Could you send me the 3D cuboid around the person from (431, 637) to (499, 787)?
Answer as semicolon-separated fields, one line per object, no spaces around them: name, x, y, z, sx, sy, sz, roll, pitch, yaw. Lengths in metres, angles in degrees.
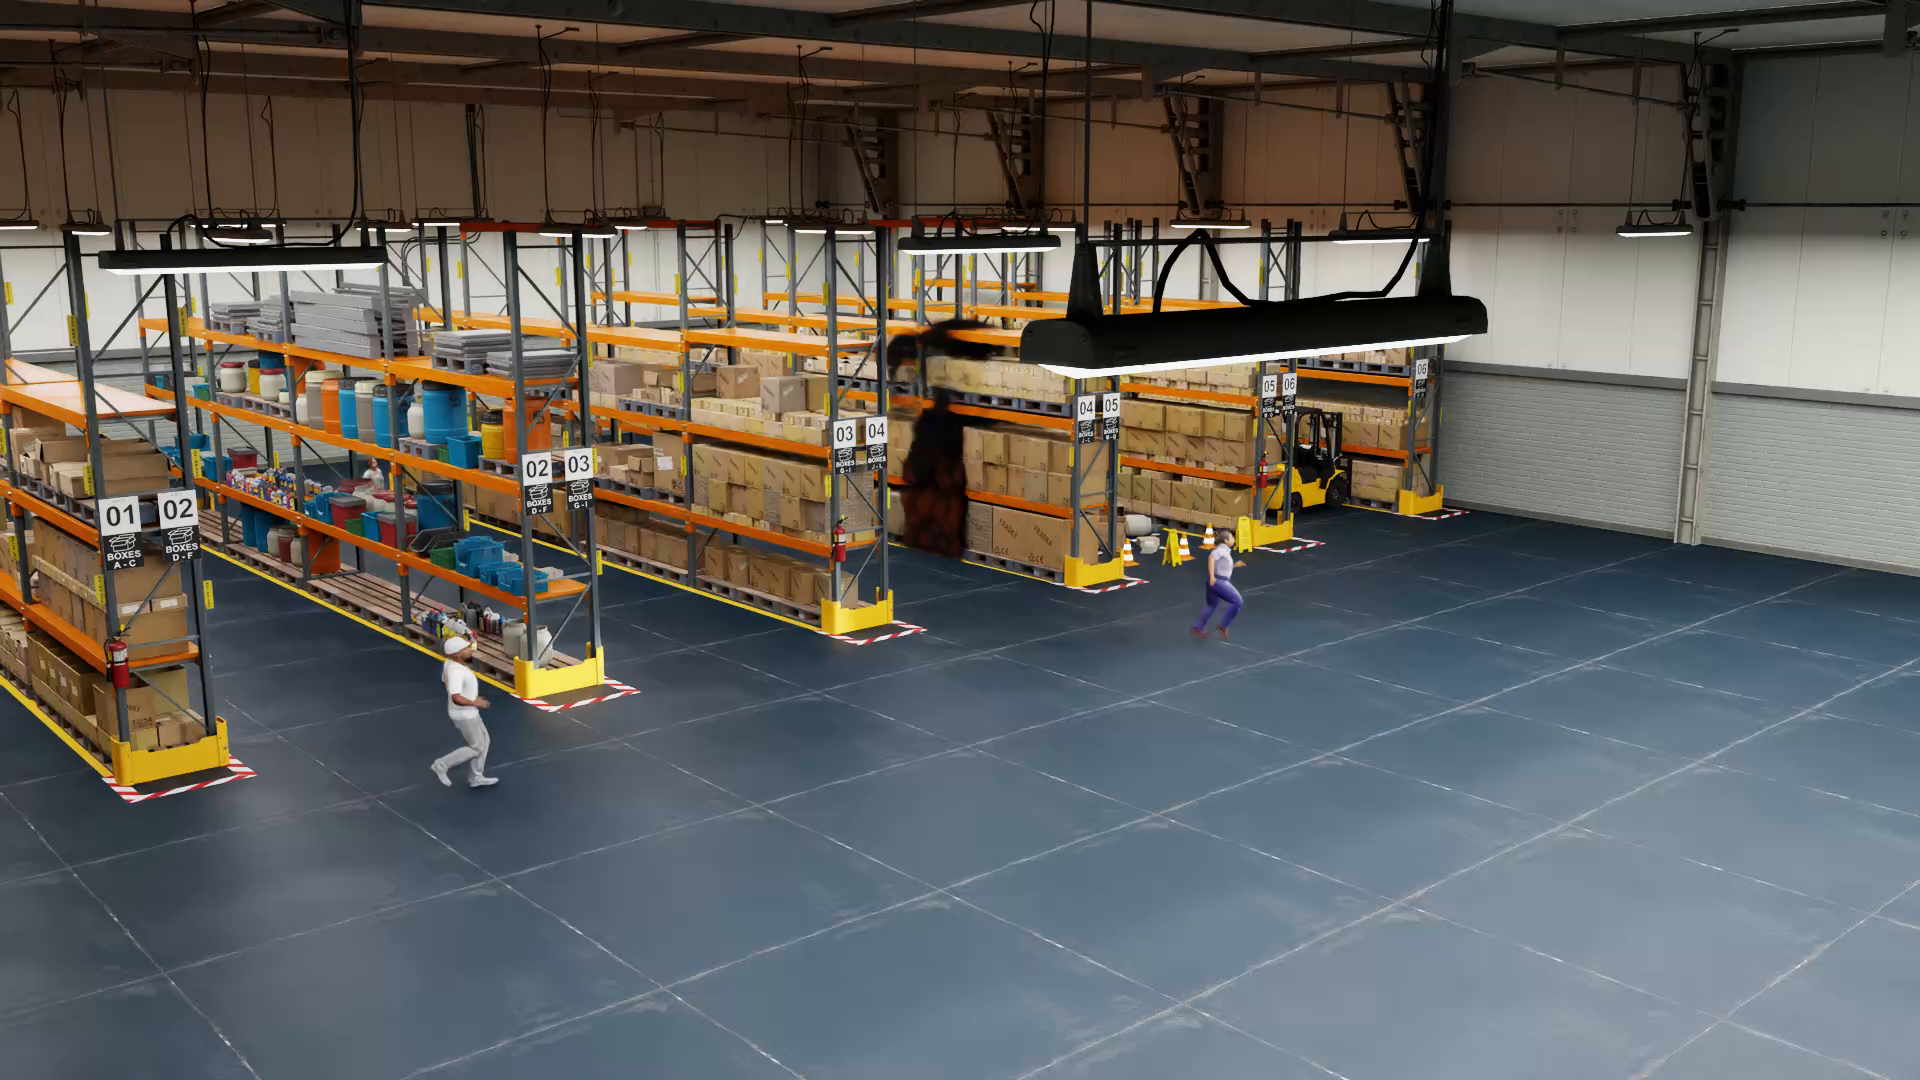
person;-5.450;1.892;18.157;0.713;1.722;0.707;-5;12;-21

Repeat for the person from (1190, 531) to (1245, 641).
person;3.792;0.685;24.399;0.796;1.626;0.630;0;11;-2

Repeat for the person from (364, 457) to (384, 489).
person;-11.158;-0.815;31.880;0.564;1.560;0.521;8;14;36
